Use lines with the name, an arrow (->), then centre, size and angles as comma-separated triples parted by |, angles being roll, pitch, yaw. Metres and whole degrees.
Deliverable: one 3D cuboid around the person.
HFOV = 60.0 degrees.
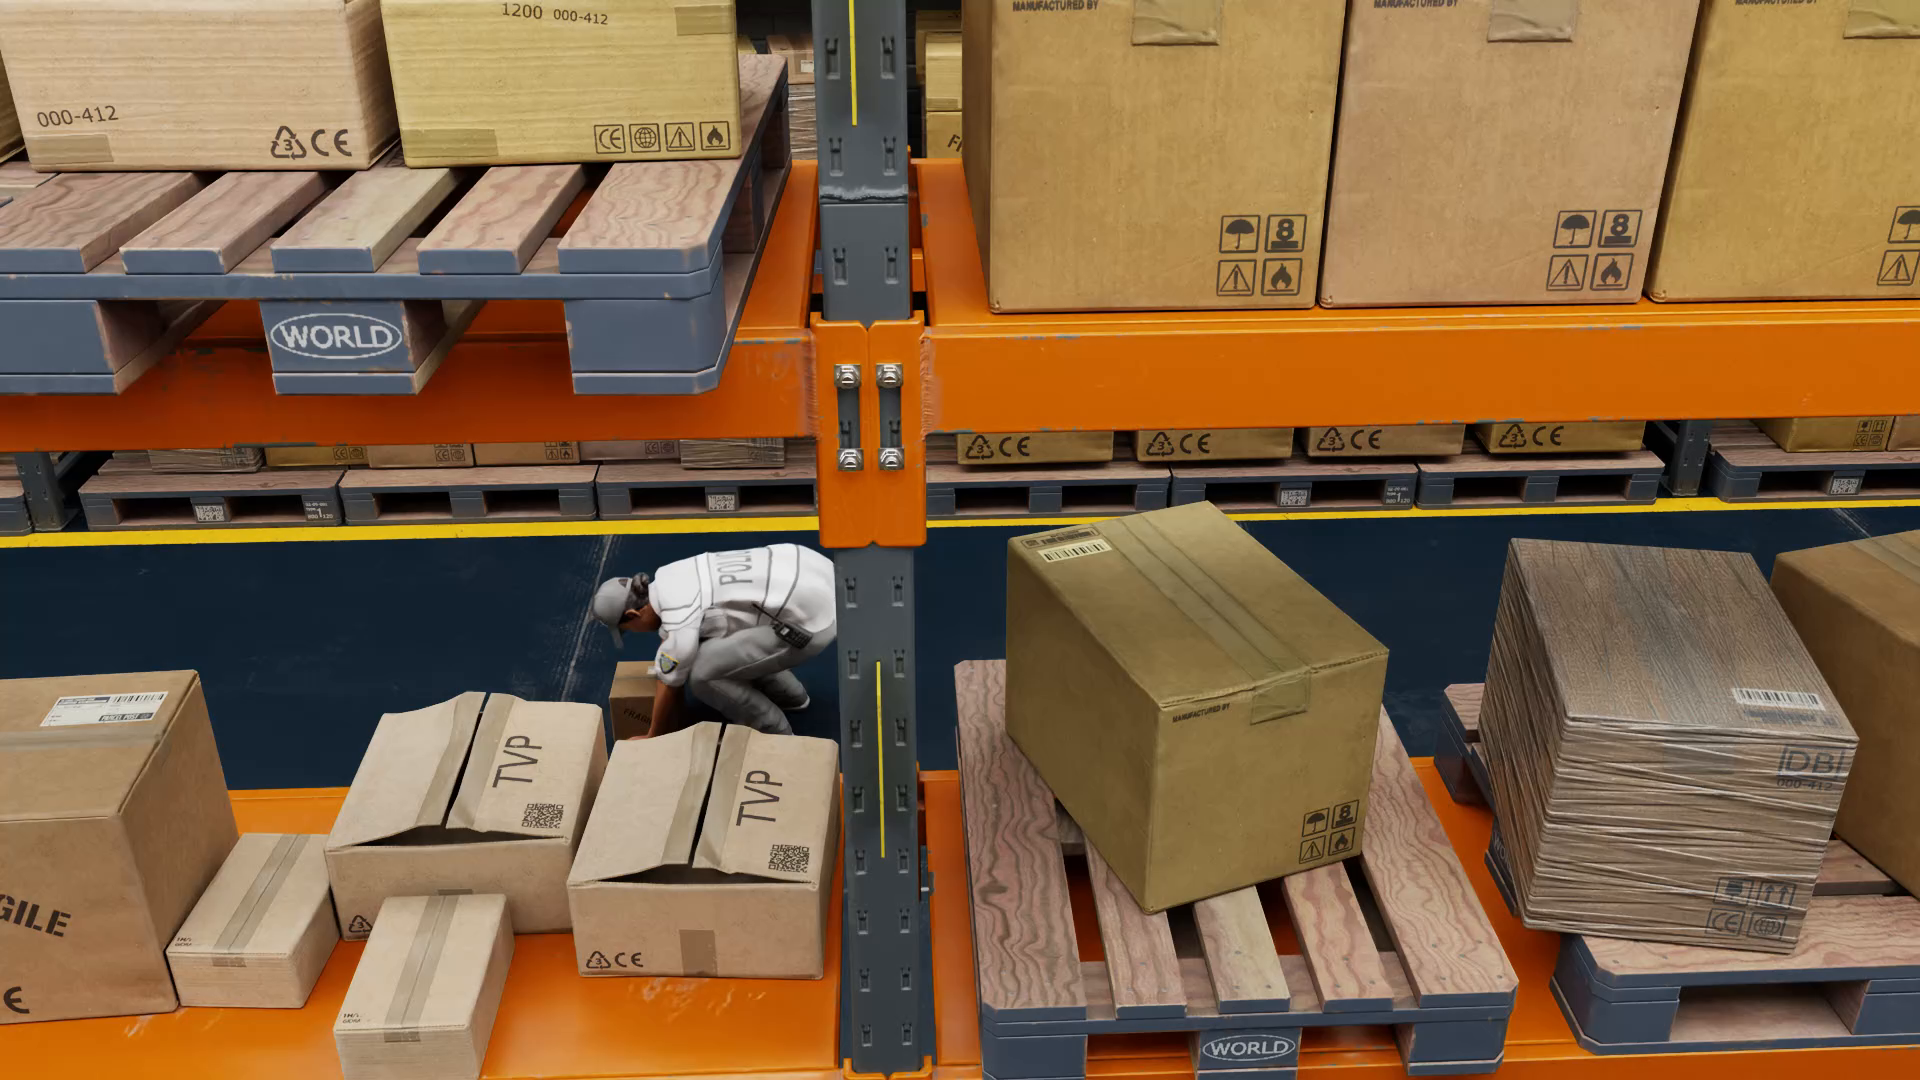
person -> -0.892, 0.412, 6.327 | 0.938, 0.774, 0.498 | -2, 28, -4
